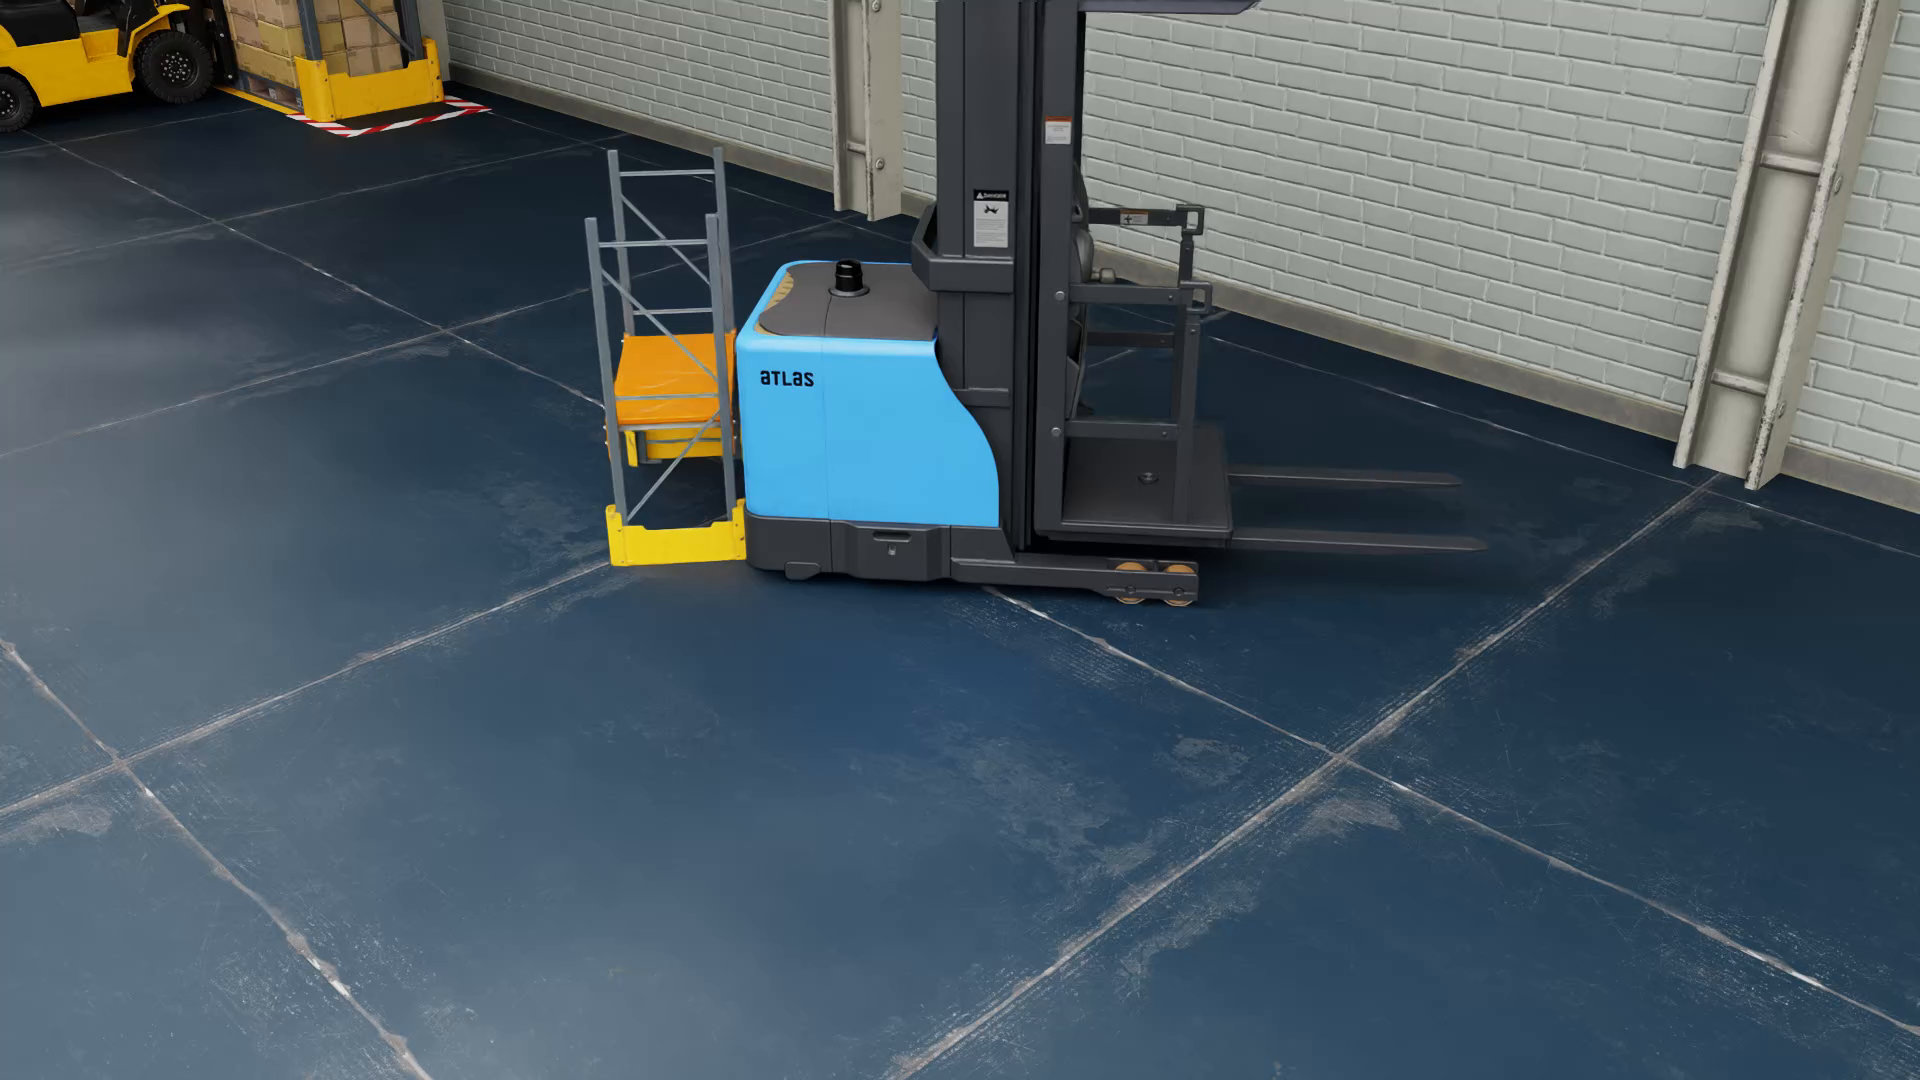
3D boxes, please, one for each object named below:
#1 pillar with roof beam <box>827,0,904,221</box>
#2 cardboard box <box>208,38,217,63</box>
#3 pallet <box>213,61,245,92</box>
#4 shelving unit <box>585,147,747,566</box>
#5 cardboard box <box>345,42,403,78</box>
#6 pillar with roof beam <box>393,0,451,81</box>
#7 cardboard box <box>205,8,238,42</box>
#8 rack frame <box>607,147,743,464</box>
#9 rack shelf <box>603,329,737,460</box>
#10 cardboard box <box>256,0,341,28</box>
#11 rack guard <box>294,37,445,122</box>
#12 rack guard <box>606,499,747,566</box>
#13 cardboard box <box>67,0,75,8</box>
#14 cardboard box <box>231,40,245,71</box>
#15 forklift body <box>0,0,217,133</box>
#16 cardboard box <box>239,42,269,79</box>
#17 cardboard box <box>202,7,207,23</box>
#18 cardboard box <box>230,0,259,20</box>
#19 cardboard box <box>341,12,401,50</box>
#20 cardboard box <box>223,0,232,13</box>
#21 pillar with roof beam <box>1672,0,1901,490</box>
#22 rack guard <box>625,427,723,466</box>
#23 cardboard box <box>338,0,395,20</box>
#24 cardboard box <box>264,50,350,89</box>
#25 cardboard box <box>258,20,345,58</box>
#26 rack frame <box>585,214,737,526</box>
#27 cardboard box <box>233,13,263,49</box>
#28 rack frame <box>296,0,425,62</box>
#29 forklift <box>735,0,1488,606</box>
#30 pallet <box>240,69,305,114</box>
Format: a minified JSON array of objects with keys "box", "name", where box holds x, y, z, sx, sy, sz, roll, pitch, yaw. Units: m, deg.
[{"box":[-3.653,-4.855,6.815,0.400,9.000,9.100,25,36,38],"name":"pillar with roof beam"},{"box":[-6.689,-4.571,15.224,0.500,0.250,0.500,-24,36,-38],"name":"cardboard box"},{"box":[-6.489,-4.460,15.505,1.213,0.211,1.003,25,36,38],"name":"pallet"},{"box":[-1.239,-0.816,7.191,0.587,1.500,1.083,-3,28,-5],"name":"shelving unit"},{"box":[-5.261,-4.254,14.621,0.500,0.250,0.500,25,37,39],"name":"cardboard box"},{"box":[-7.931,-6.813,10.538,0.400,9.000,9.100,25,36,38],"name":"pillar with roof beam"},{"box":[-6.347,-4.634,14.806,0.500,0.250,0.500,24,36,37],"name":"cardboard box"},{"box":[-1.290,-1.047,7.630,0.500,1.500,0.032,-3,28,-5],"name":"rack frame"},{"box":[-1.238,-0.653,7.266,0.538,0.185,1.000,-3,28,-5],"name":"rack shelf"},{"box":[-5.595,-4.518,14.049,0.500,0.250,0.500,-24,36,-38],"name":"cardboard box"},{"box":[-5.031,-3.946,14.217,0.348,0.500,1.175,25,36,38],"name":"rack guard"},{"box":[-1.189,-0.032,7.043,0.587,0.250,0.087,-3,28,-5],"name":"rack guard"},{"box":[-8.828,-5.923,17.391,0.625,0.625,0.875,24,36,38],"name":"cardboard box"},{"box":[-6.303,-4.409,14.916,0.500,0.250,0.500,-25,37,-39],"name":"cardboard box"},{"box":[-7.679,-4.698,13.873,1.214,2.155,2.313,25,36,38],"name":"forklift body"},{"box":[-5.953,-4.243,14.599,0.500,0.250,0.500,25,36,38],"name":"cardboard box"},{"box":[-6.702,-4.799,15.119,0.500,0.250,0.500,24,36,38],"name":"cardboard box"},{"box":[-5.963,-4.683,14.362,0.500,0.250,0.500,-25,36,-38],"name":"cardboard box"},{"box":[-5.238,-4.473,14.499,0.500,0.250,0.500,-25,36,-38],"name":"cardboard box"},{"box":[-6.330,-4.844,14.669,0.500,0.250,0.500,-25,37,-39],"name":"cardboard box"},{"box":[0.626,-2.898,3.092,0.400,9.000,9.100,25,36,38],"name":"pillar with roof beam"},{"box":[-1.290,-0.494,7.920,0.587,0.250,0.087,-3,28,-5],"name":"rack guard"},{"box":[-5.258,-4.691,14.378,0.500,0.250,0.500,24,36,38],"name":"cardboard box"},{"box":[-5.605,-4.078,14.285,0.500,0.250,0.500,25,37,39],"name":"cardboard box"},{"box":[-5.614,-4.305,14.181,0.500,0.250,0.500,24,36,38],"name":"cardboard box"},{"box":[-1.187,-0.577,6.735,0.500,1.500,0.032,-3,28,-5],"name":"rack frame"},{"box":[-5.965,-4.473,14.499,0.500,0.250,0.500,24,36,38],"name":"cardboard box"},{"box":[-5.048,-5.060,13.651,0.127,3.000,1.000,25,36,38],"name":"rack frame"},{"box":[0.657,-1.289,6.552,3.031,2.935,1.130,3,28,5],"name":"forklift"},{"box":[-5.623,-4.062,14.748,1.213,0.211,1.003,25,36,38],"name":"pallet"}]
